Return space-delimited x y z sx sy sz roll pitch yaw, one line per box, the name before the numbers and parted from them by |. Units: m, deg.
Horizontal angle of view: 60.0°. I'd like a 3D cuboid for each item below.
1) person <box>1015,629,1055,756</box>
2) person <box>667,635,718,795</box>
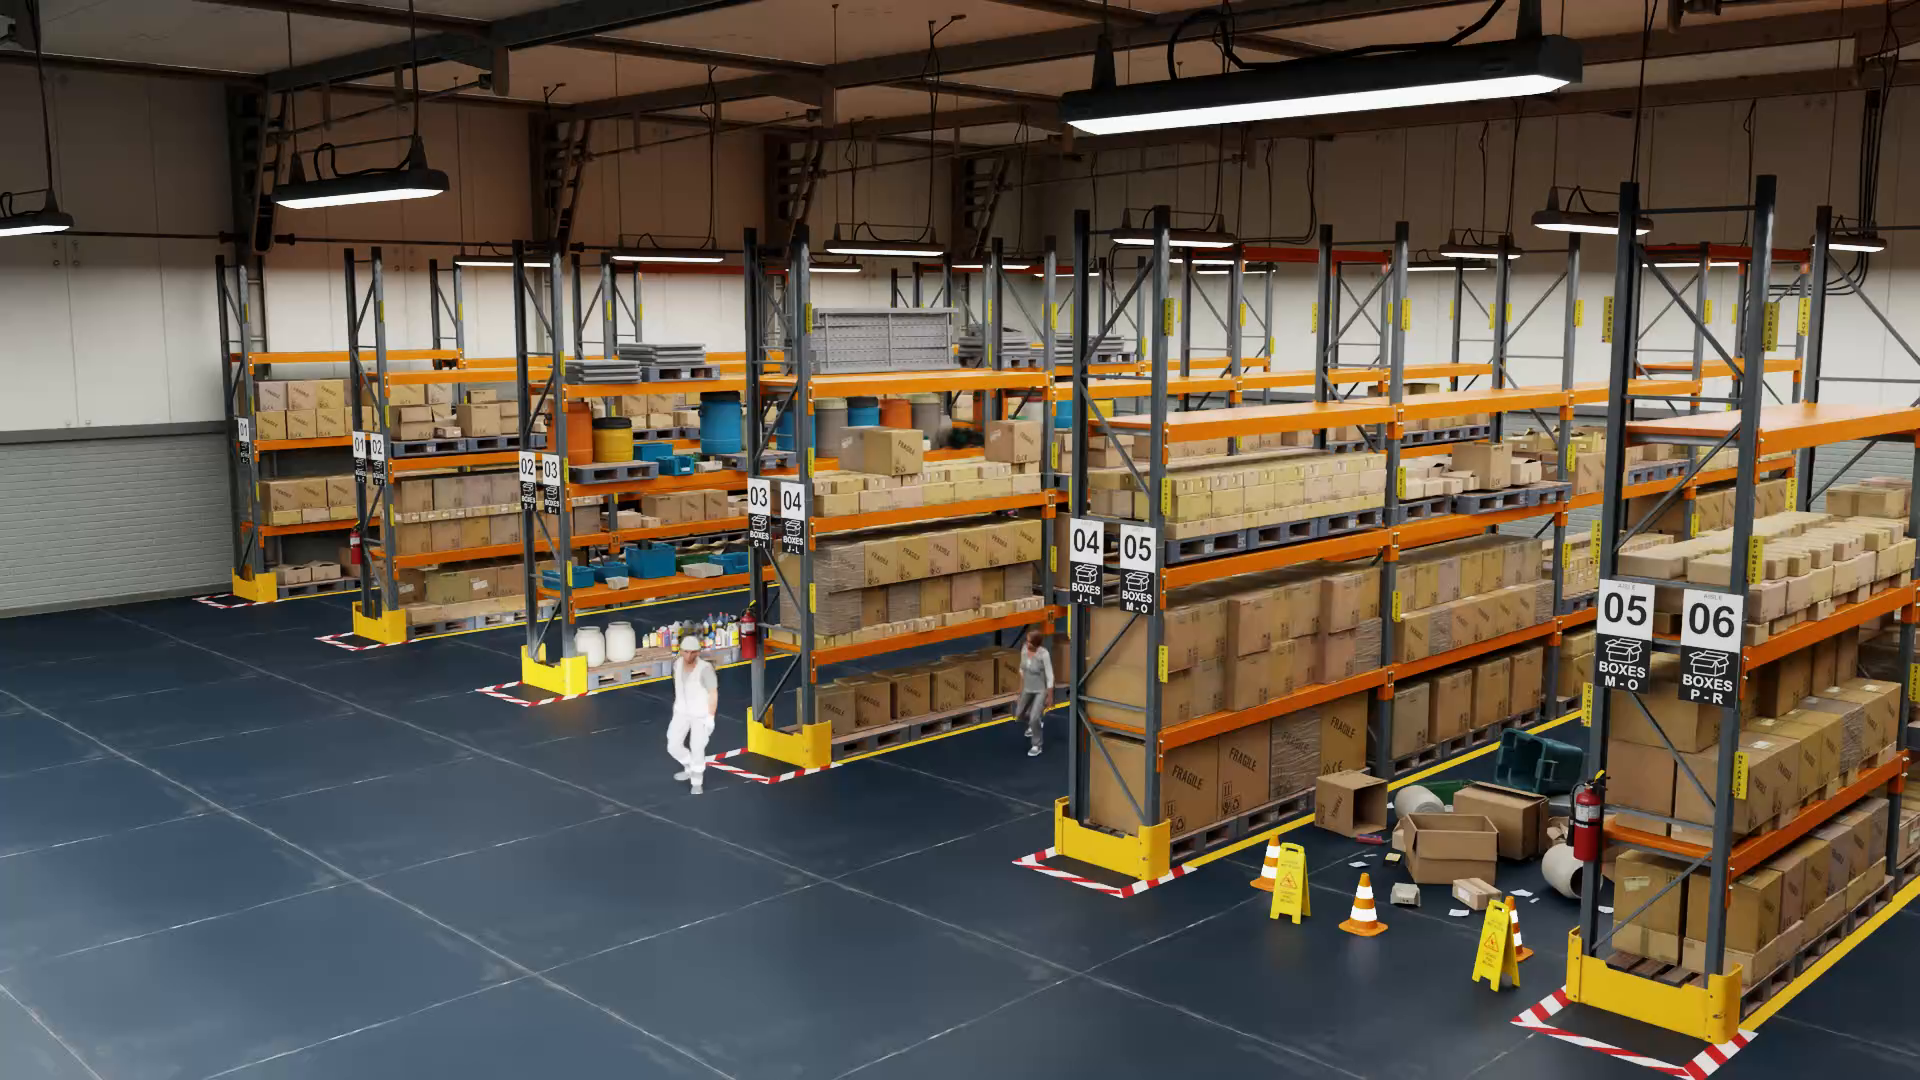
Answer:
person | 0.877 1.711 19.136 0.665 1.501 0.685 6 10 38
person | -2.818 1.835 17.524 0.682 1.752 0.596 3 9 21
